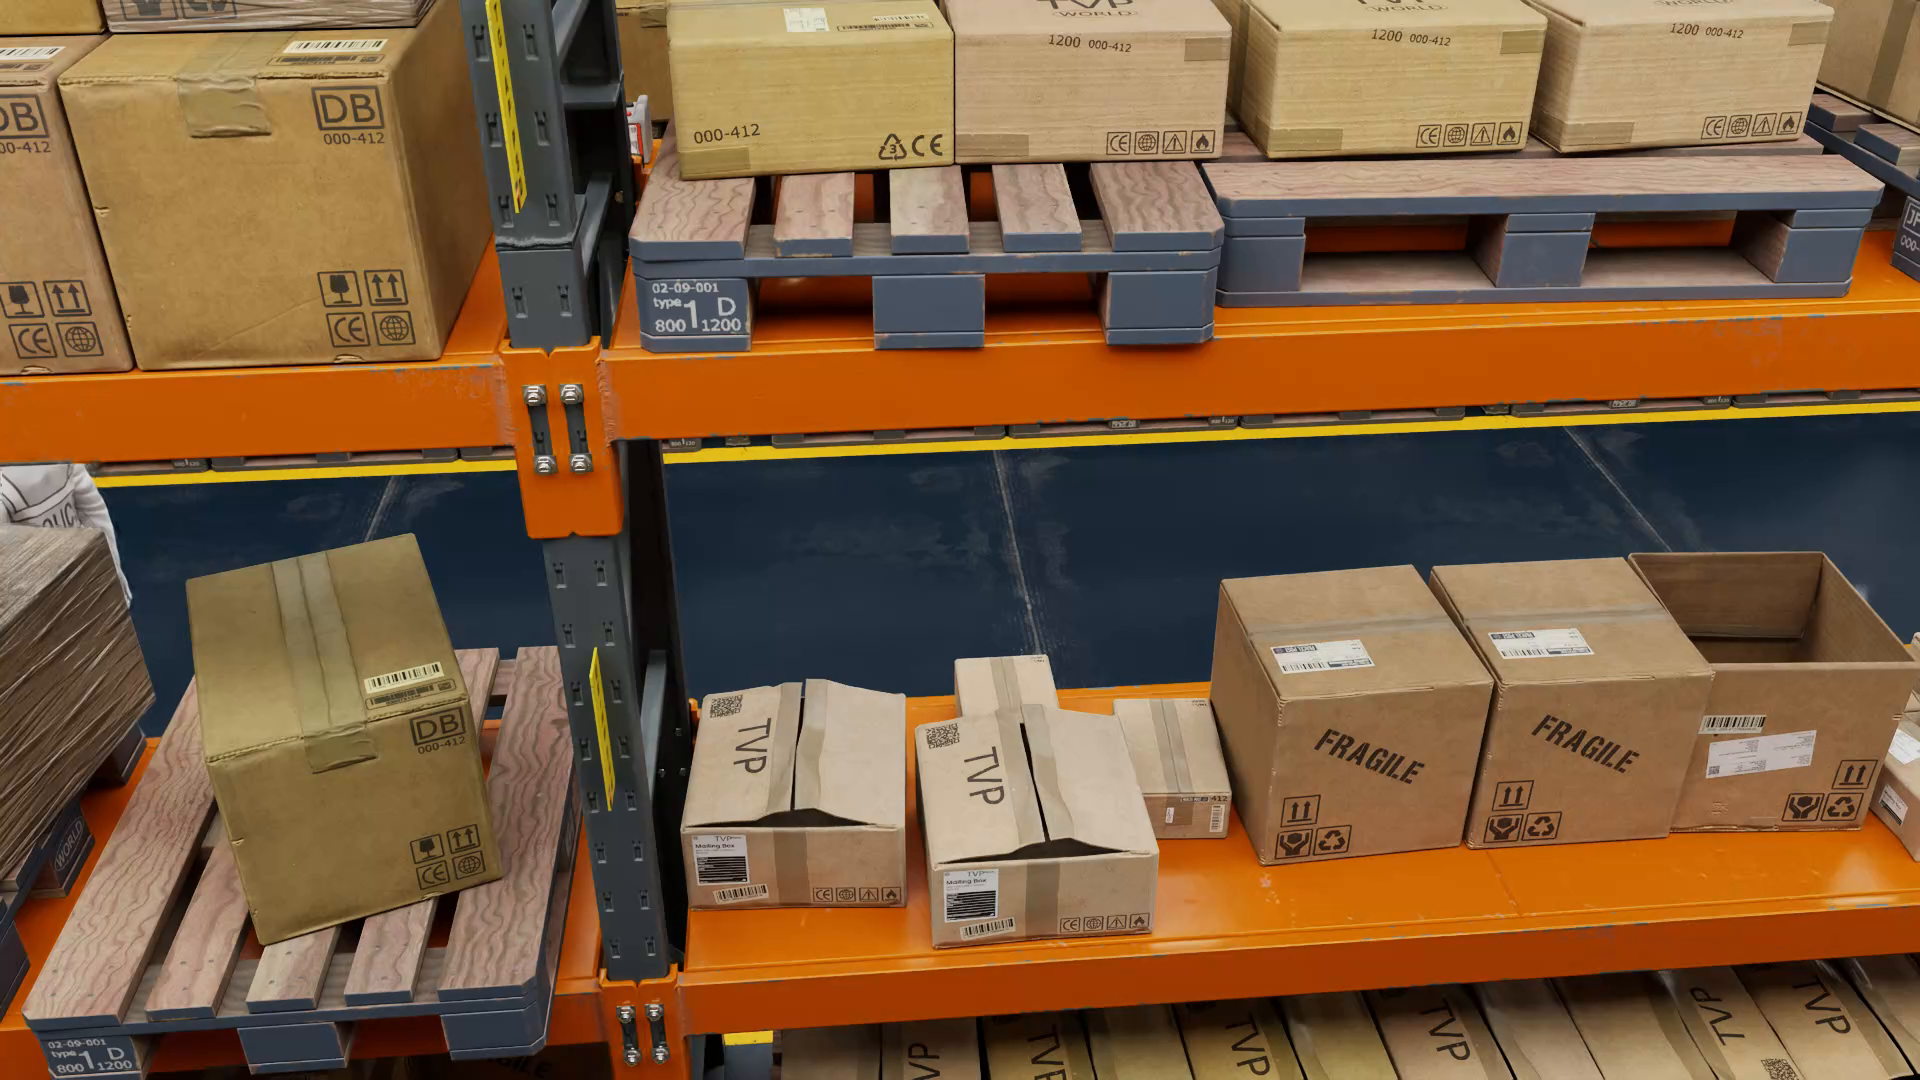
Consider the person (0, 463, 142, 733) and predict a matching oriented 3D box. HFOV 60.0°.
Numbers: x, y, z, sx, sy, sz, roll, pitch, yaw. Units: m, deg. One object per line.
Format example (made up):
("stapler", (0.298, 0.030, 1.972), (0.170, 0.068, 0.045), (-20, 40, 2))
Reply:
("person", (-3.159, 0.205, 5.788), (0.496, 1.744, 0.492), (4, 32, 7))
